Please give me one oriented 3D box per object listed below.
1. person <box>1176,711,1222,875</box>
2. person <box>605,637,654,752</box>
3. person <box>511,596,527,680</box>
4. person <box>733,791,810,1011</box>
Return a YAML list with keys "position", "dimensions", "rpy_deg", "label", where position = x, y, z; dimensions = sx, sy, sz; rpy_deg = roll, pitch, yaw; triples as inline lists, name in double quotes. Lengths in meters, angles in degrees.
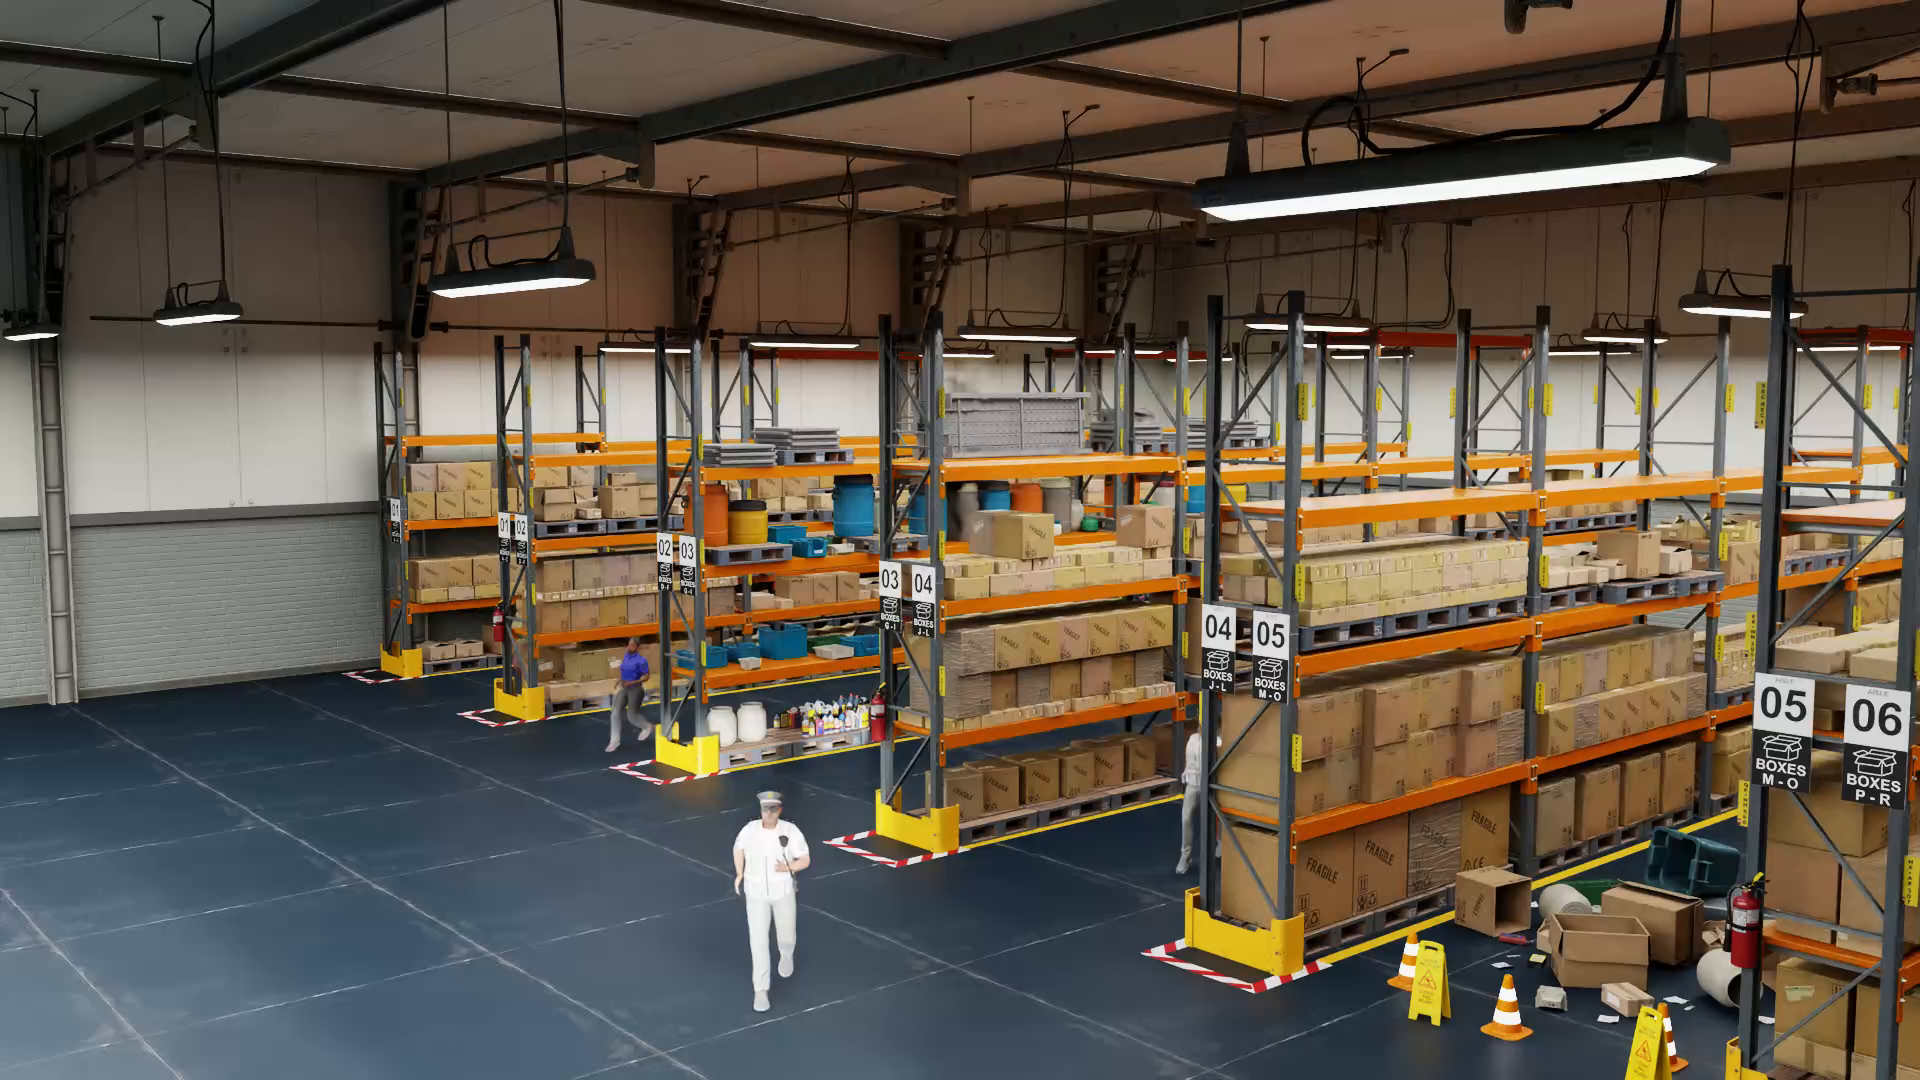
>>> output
- position: [2.629, 2.676, 17.931]
  dimensions: [0.593, 1.727, 0.854]
  rpy_deg: [4, 6, 35]
  label: "person"
- position: [-4.673, 2.199, 23.877]
  dimensions: [0.609, 1.654, 0.847]
  rpy_deg: [3, 6, 33]
  label: "person"
- position: [-7.389, 1.785, 28.126]
  dimensions: [0.605, 1.678, 0.647]
  rpy_deg: [5, 7, 43]
  label: "person"
- position: [-1.603, 2.982, 14.099]
  dimensions: [0.668, 1.757, 0.962]
  rpy_deg: [0, 5, -3]
  label: "person"
